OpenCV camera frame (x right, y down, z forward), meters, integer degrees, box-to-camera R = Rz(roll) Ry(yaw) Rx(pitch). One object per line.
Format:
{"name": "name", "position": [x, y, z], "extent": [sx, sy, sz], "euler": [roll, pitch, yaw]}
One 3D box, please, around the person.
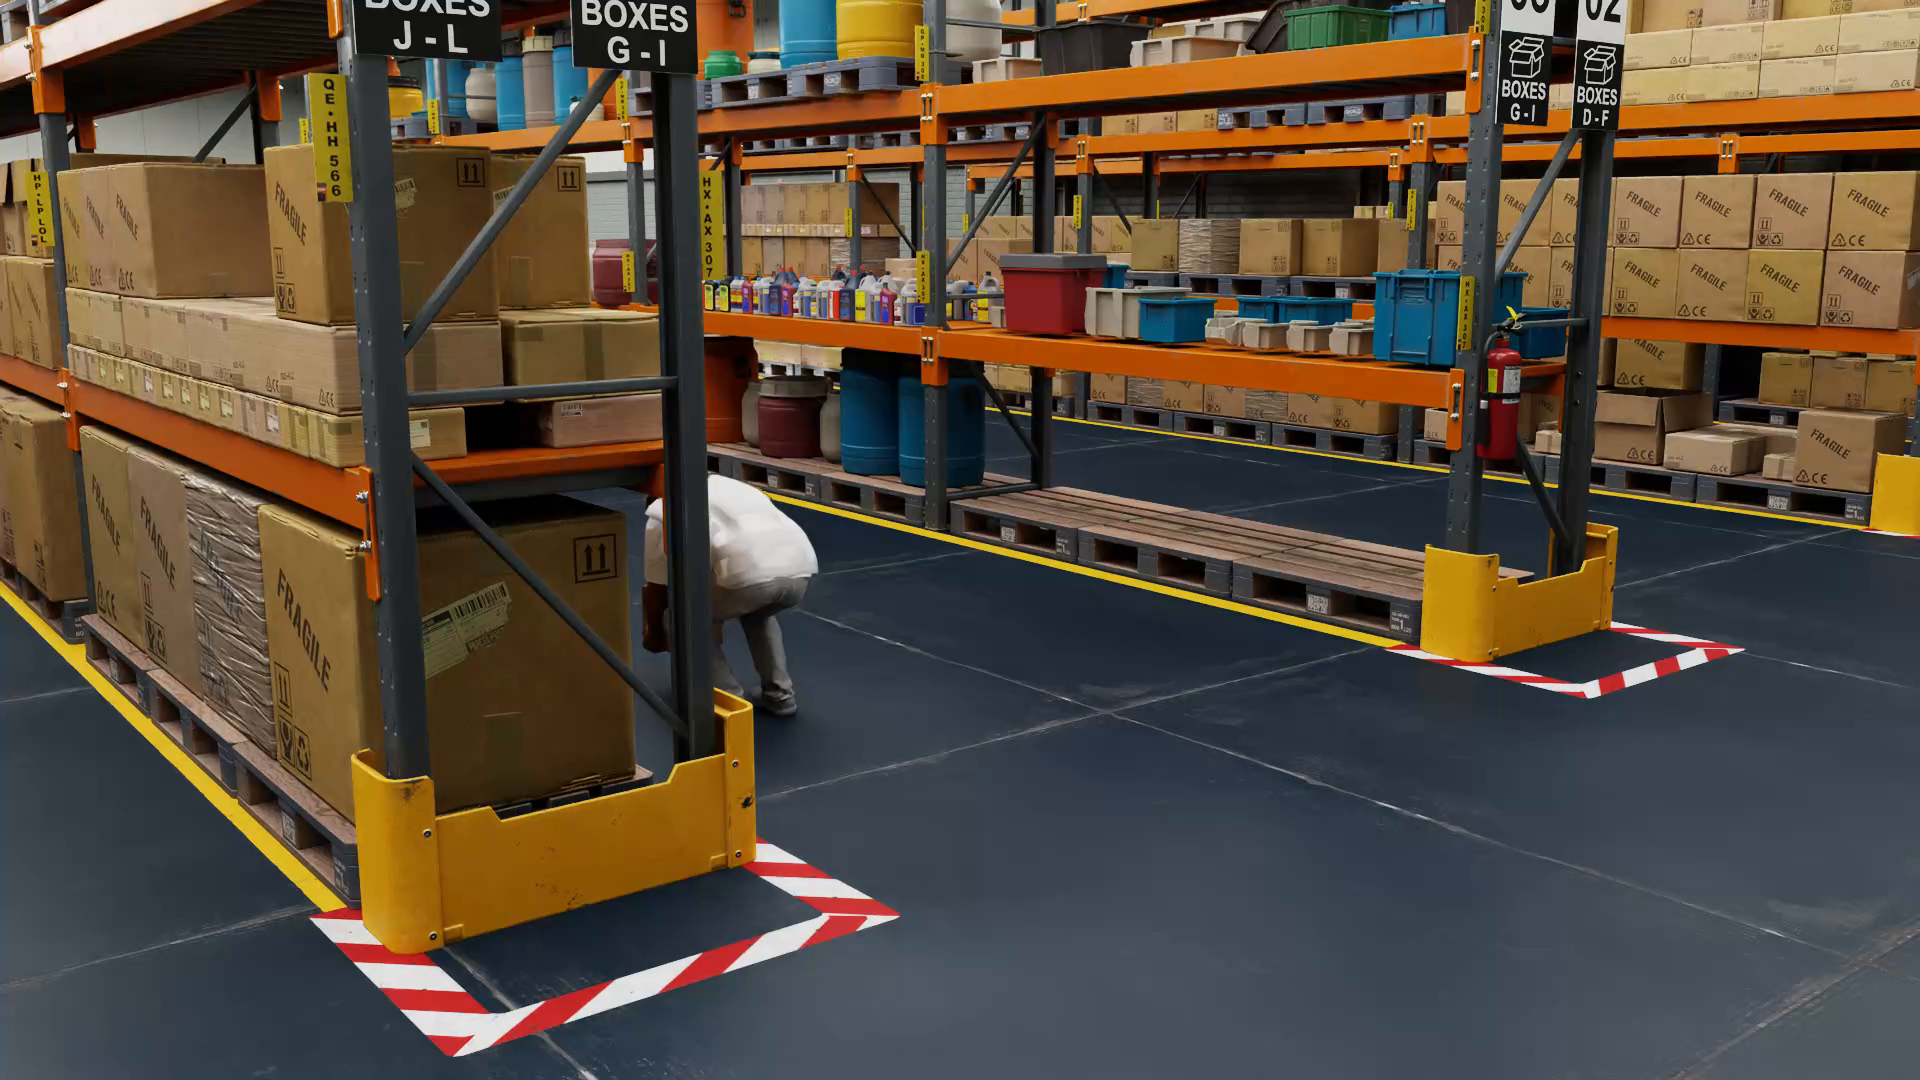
{"name": "person", "position": [-0.996, 0.203, 6.839], "extent": [0.528, 1.006, 0.941], "euler": [-9, 14, -40]}
